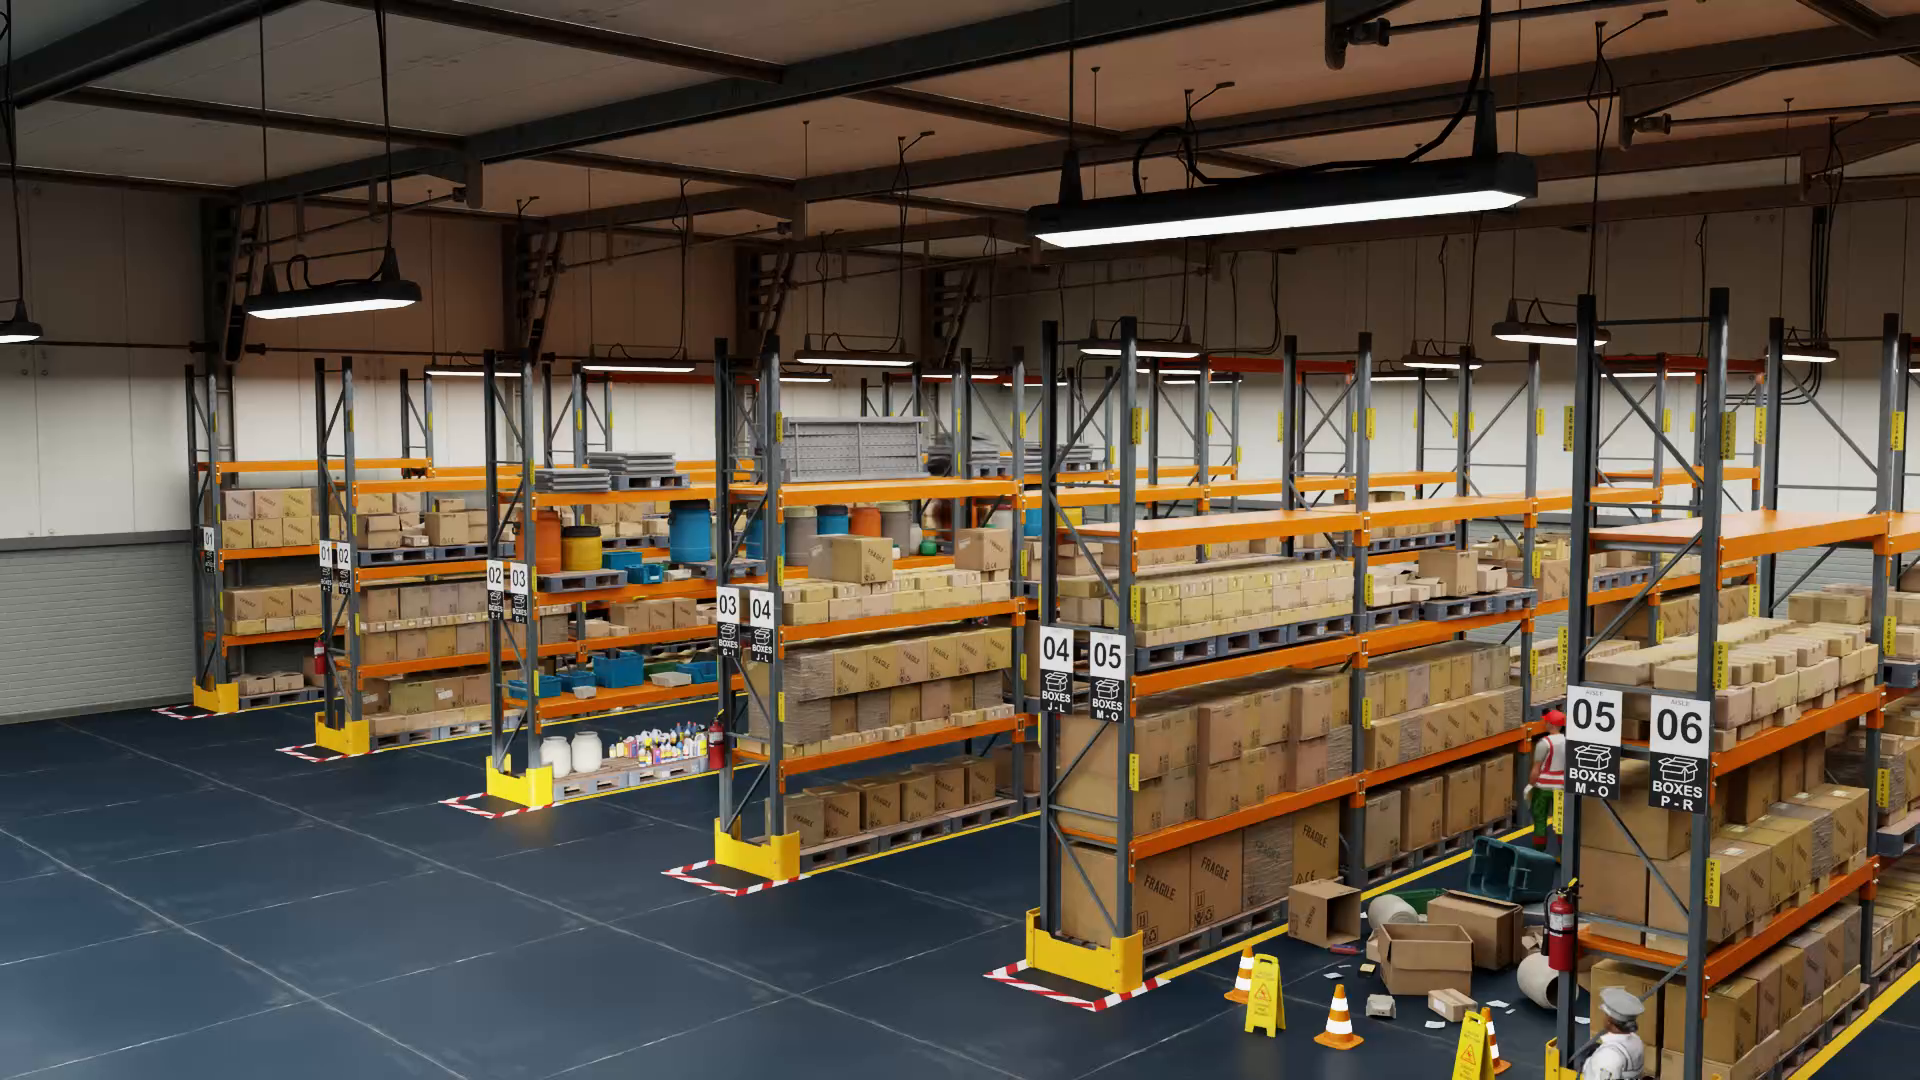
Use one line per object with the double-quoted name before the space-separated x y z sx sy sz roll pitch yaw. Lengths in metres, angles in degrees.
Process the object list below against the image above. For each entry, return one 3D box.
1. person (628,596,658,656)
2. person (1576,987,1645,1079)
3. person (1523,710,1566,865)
"person" -6.065 1.858 31.631 0.632 1.766 0.369 -2 5 -22
"person" 3.901 3.570 10.113 0.449 1.718 0.483 2 5 21
"person" 6.716 2.825 18.949 0.594 1.799 0.450 0 4 2
